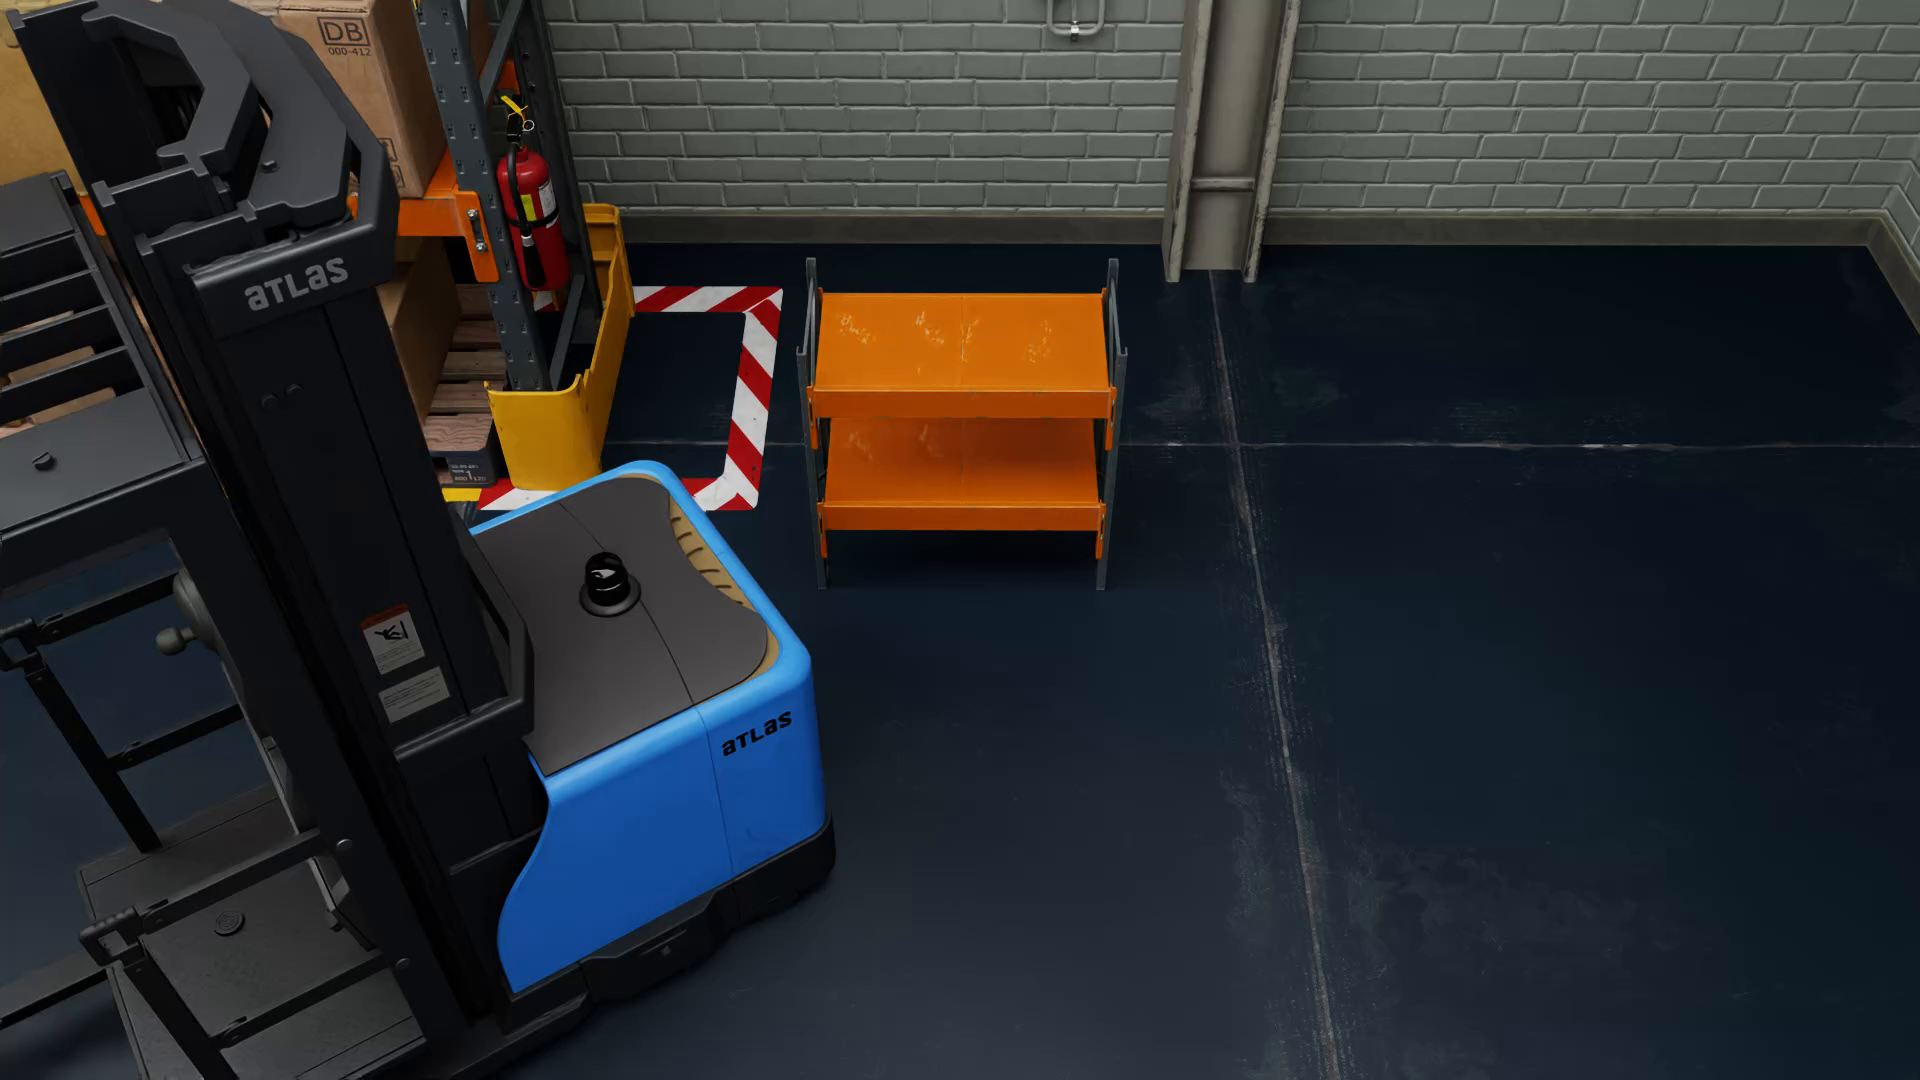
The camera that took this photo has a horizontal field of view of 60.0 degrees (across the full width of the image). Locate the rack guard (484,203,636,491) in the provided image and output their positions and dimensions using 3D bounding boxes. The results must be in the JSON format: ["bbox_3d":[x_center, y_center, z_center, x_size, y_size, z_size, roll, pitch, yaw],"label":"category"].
[{"bbox_3d":[-1.573,-0.790,6.644,0.348,0.500,1.175,0,47,0],"label":"rack guard"}]

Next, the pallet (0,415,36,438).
[{"bbox_3d":[-3.614,-0.642,6.704,1.213,0.211,1.003,0,47,0],"label":"pallet"}]

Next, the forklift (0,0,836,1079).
[{"bbox_3d":[-1.904,0.348,3.923,3.031,2.935,1.130,-25,52,-22],"label":"forklift"}]

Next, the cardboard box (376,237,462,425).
[{"bbox_3d":[-2.298,-0.862,6.424,0.500,0.500,0.700,0,47,0],"label":"cardboard box"}]

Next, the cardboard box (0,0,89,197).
[{"bbox_3d":[-2.835,-1.732,5.608,0.700,0.700,0.980,0,47,0],"label":"cardboard box"}]

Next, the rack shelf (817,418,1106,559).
[{"bbox_3d":[0.007,-0.217,6.017,1.000,0.278,0.538,0,47,0],"label":"rack shelf"}]

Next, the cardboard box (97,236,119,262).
[{"bbox_3d":[-3.183,-1.231,6.324,0.250,0.149,0.380,1,47,1],"label":"cardboard box"}]

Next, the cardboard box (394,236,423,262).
[{"bbox_3d":[-2.172,-1.229,6.323,0.250,0.149,0.380,0,47,0],"label":"cardboard box"}]

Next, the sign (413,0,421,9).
[{"bbox_3d":[-1.613,-1.720,4.849,0.005,0.325,0.100,0,47,0],"label":"sign"}]

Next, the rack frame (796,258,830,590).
[{"bbox_3d":[-0.502,-0.385,5.840,0.032,1.125,0.500,0,47,0],"label":"rack frame"}]

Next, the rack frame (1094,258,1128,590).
[{"bbox_3d":[0.515,-0.382,5.837,0.032,1.125,0.500,0,47,0],"label":"rack frame"}]

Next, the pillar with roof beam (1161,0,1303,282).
[{"bbox_3d":[1.090,-1.161,1.183,0.400,9.000,9.100,0,47,0],"label":"pillar with roof beam"}]

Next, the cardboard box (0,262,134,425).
[{"bbox_3d":[-3.301,-0.864,6.426,0.500,0.500,0.700,-1,47,-1],"label":"cardboard box"}]

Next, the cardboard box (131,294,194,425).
[{"bbox_3d":[-2.798,-0.863,6.425,0.500,0.500,0.700,0,47,0],"label":"cardboard box"}]

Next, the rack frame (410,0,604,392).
[{"bbox_3d":[-1.597,-1.642,5.729,0.127,3.000,1.000,0,47,0],"label":"rack frame"}]

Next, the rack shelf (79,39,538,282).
[{"bbox_3d":[-3.597,-1.402,5.997,4.000,0.370,1.077,0,47,0],"label":"rack shelf"}]

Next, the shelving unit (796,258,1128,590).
[{"bbox_3d":[0.007,-0.383,5.838,1.048,1.125,0.538,0,47,0],"label":"shelving unit"}]

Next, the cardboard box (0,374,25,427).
[{"bbox_3d":[-3.834,-0.860,6.422,0.500,0.500,0.700,1,47,1],"label":"cardboard box"}]

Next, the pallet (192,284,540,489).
[{"bbox_3d":[-2.397,-0.637,6.699,1.213,0.211,1.003,0,47,0],"label":"pallet"}]

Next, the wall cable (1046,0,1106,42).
[{"bbox_3d":[-0.313,-2.677,5.998,1.851,1.984,0.084,0,47,0],"label":"wall cable"}]

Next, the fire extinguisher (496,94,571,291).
[{"bbox_3d":[-1.448,-1.150,5.579,0.183,0.674,0.296,0,47,0],"label":"fire extinguisher"}]

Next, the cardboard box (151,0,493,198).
[{"bbox_3d":[-2.107,-1.738,5.614,0.700,0.700,0.980,2,47,2],"label":"cardboard box"}]

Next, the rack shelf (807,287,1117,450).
[{"bbox_3d":[0.007,-0.583,5.624,1.000,0.278,0.538,0,47,0],"label":"rack shelf"}]
